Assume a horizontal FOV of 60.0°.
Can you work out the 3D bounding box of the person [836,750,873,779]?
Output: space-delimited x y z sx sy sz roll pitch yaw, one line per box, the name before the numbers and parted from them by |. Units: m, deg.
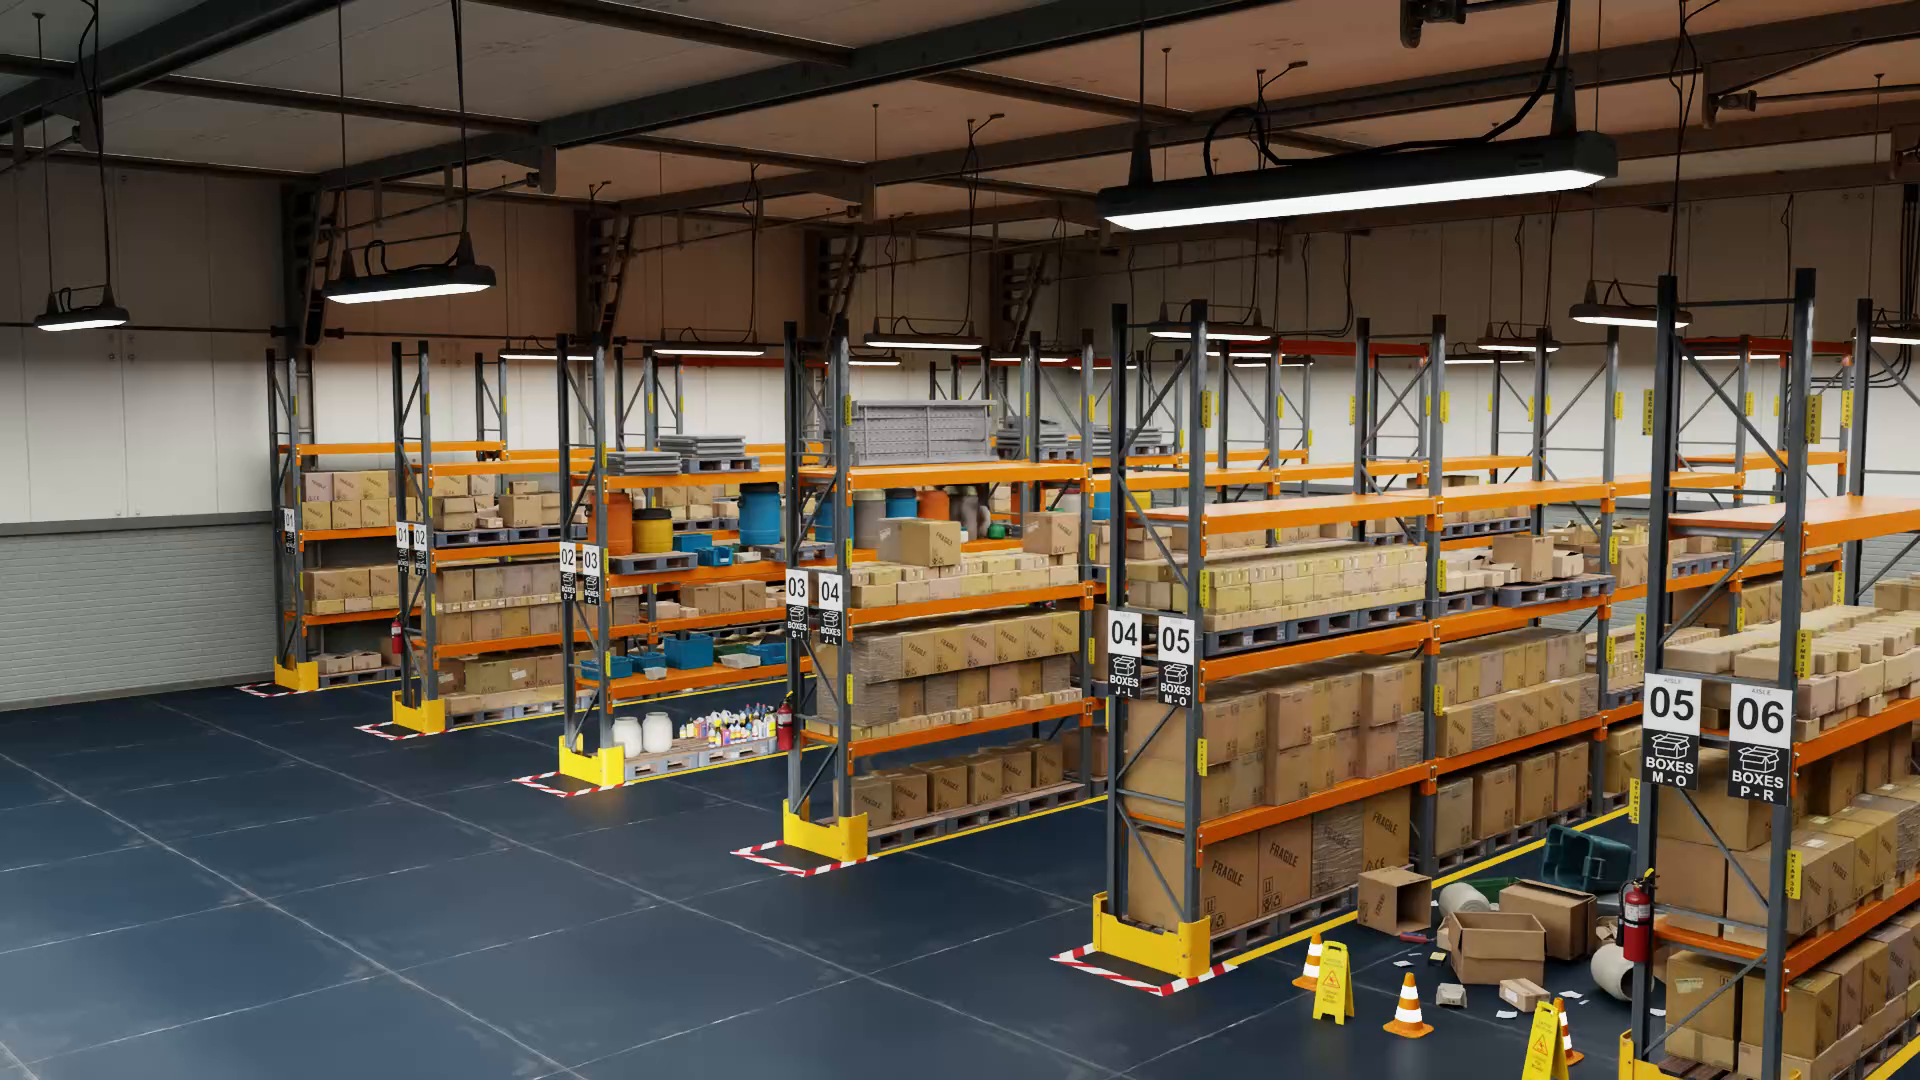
person | -1.379 2.563 21.263 0.618 1.637 0.776 0 5 5
